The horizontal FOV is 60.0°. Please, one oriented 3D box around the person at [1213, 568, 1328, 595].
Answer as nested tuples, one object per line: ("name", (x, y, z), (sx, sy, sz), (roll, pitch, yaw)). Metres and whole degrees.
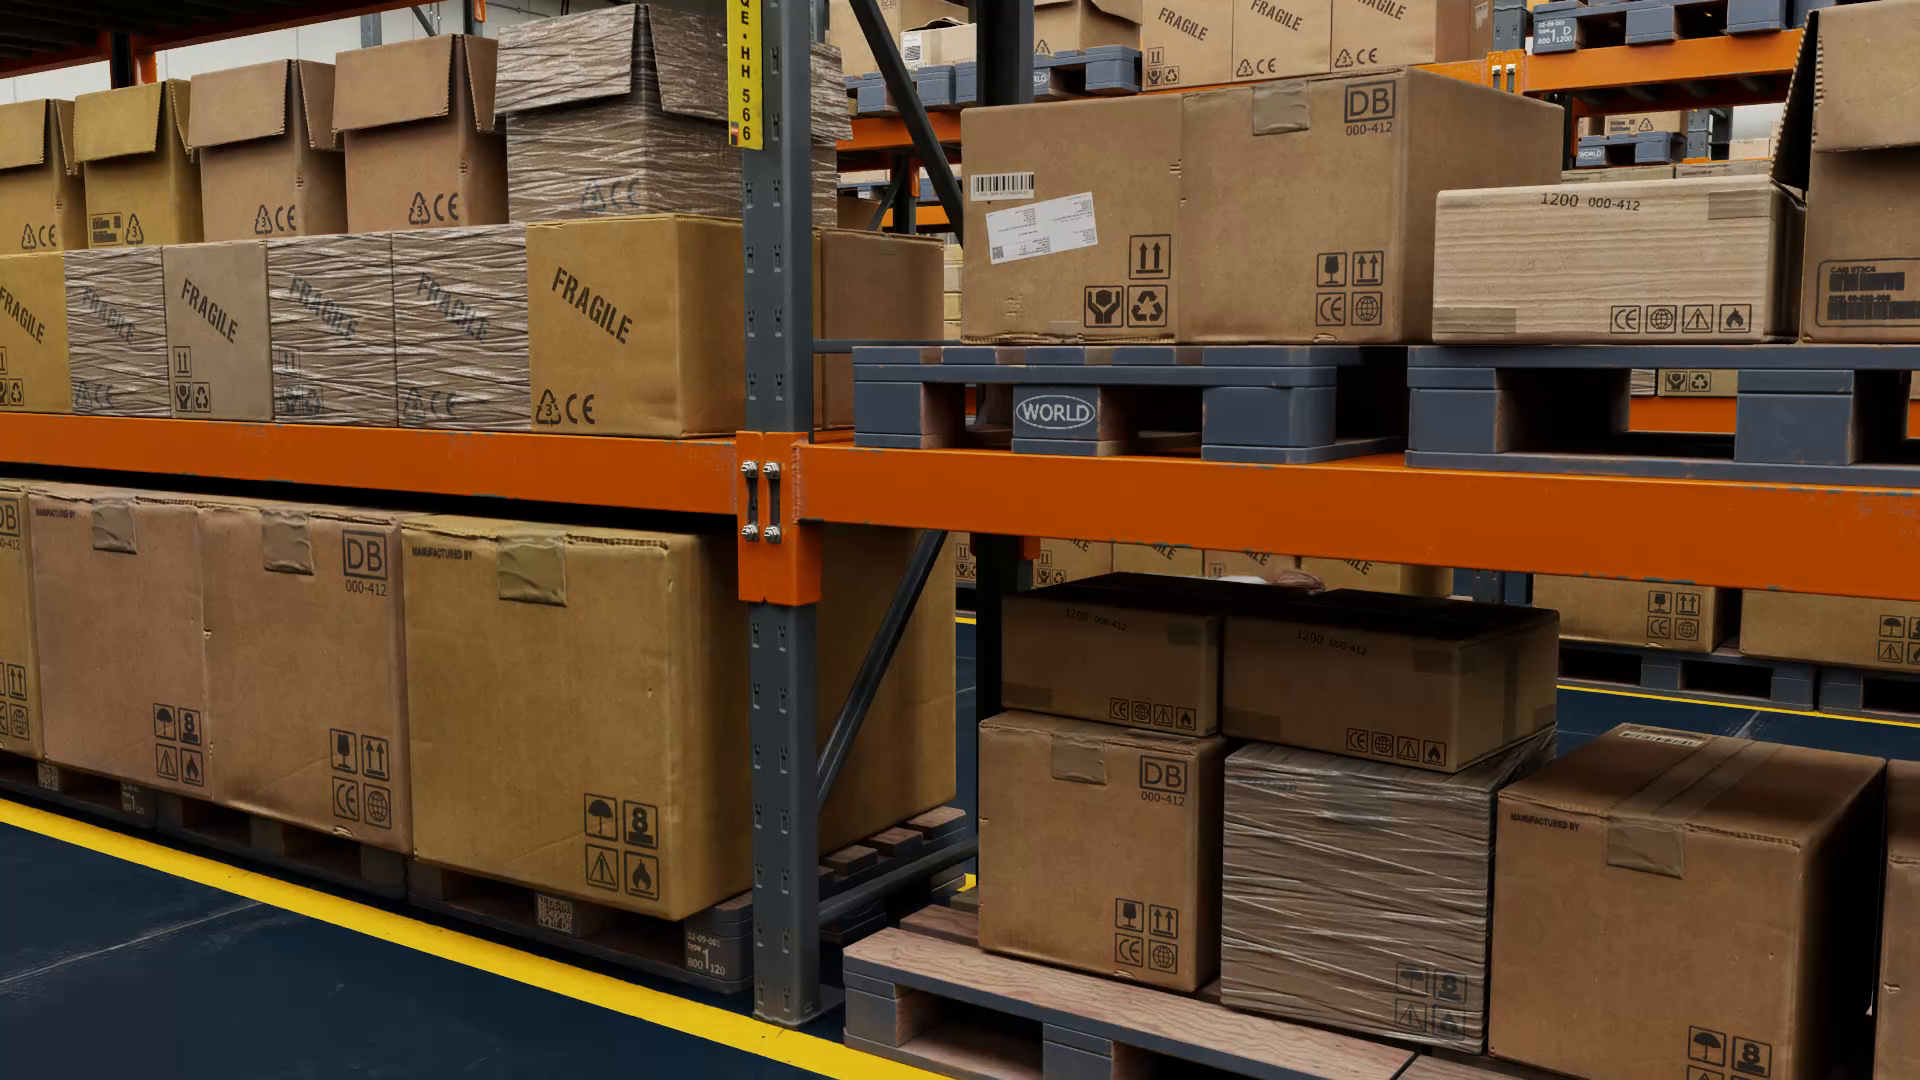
("person", (0.981, 0.472, 6.307), (0.830, 0.758, 0.405), (4, 8, 33))
